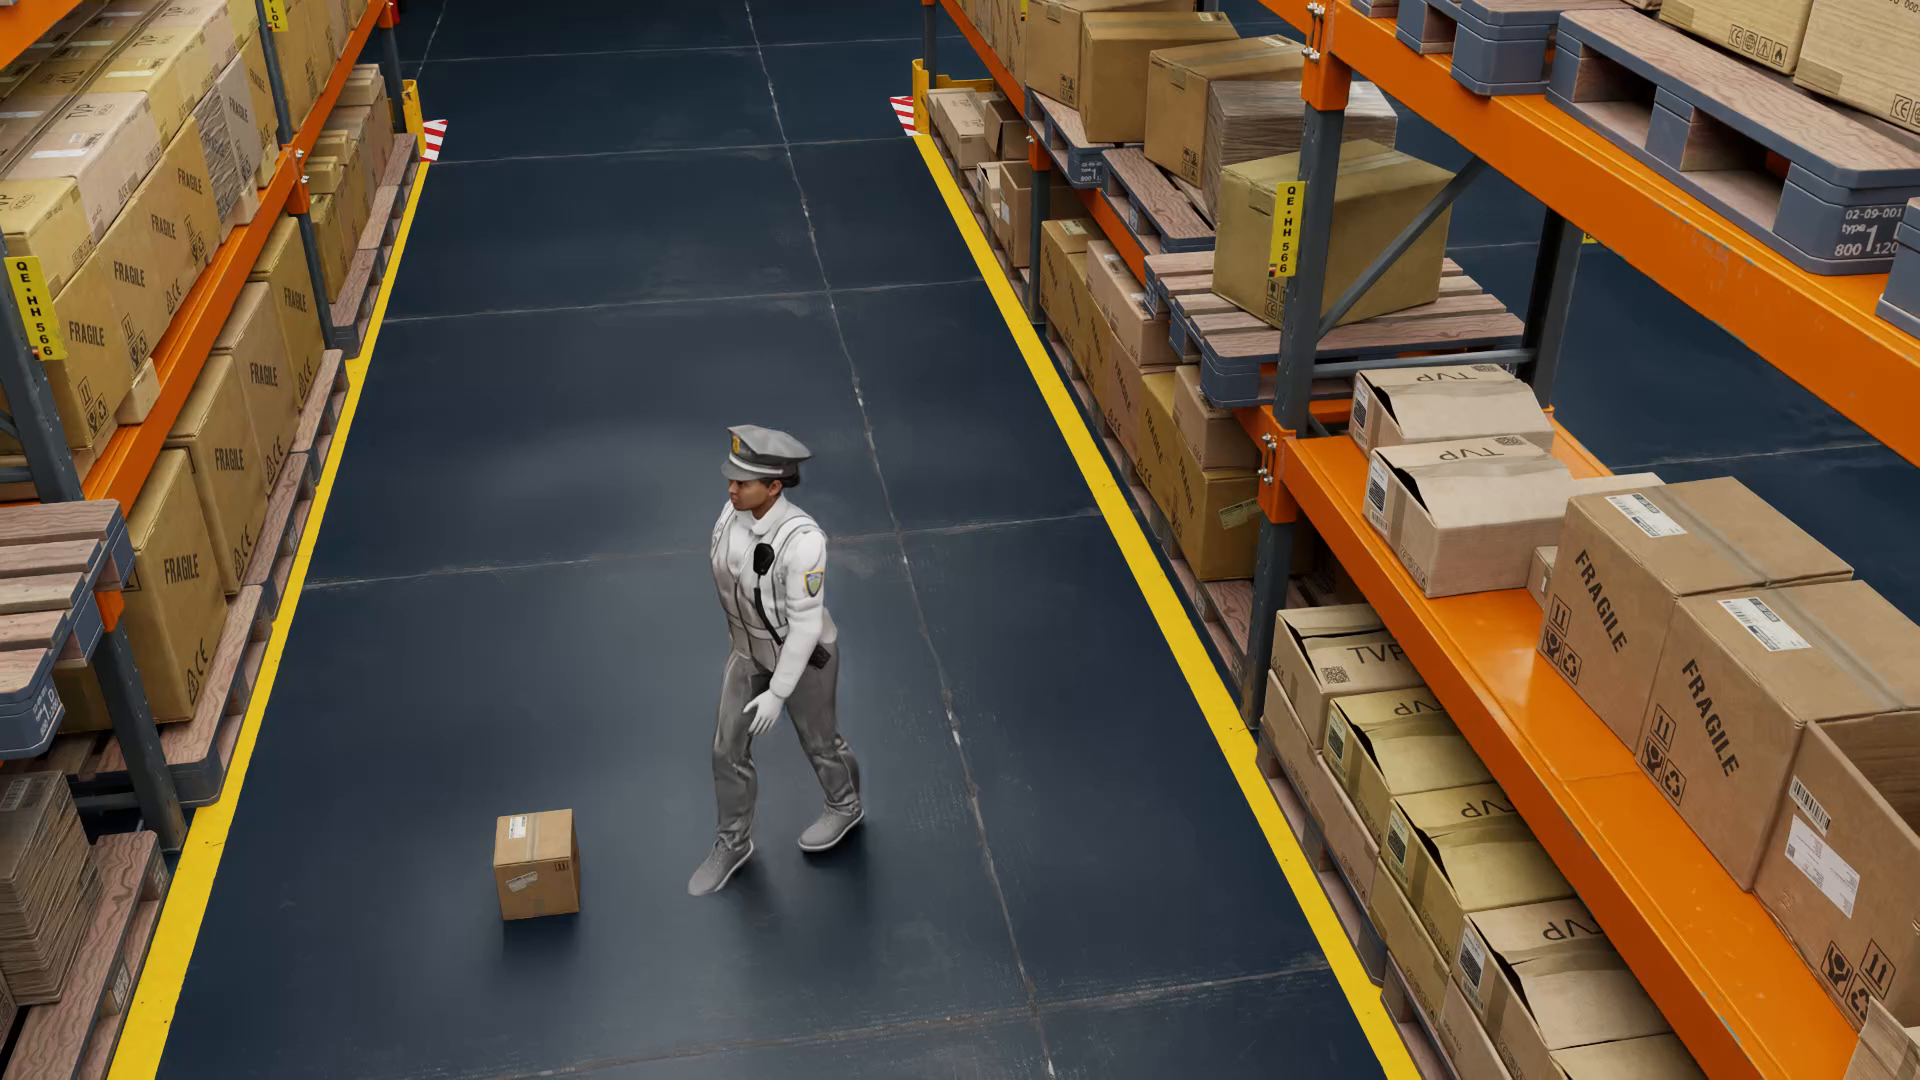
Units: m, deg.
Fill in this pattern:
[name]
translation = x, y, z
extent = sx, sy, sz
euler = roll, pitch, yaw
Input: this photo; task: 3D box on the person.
[person]
translation = -0.642, 0.408, 5.450
extent = 0.494, 1.721, 0.666
euler = 25, 39, 35
